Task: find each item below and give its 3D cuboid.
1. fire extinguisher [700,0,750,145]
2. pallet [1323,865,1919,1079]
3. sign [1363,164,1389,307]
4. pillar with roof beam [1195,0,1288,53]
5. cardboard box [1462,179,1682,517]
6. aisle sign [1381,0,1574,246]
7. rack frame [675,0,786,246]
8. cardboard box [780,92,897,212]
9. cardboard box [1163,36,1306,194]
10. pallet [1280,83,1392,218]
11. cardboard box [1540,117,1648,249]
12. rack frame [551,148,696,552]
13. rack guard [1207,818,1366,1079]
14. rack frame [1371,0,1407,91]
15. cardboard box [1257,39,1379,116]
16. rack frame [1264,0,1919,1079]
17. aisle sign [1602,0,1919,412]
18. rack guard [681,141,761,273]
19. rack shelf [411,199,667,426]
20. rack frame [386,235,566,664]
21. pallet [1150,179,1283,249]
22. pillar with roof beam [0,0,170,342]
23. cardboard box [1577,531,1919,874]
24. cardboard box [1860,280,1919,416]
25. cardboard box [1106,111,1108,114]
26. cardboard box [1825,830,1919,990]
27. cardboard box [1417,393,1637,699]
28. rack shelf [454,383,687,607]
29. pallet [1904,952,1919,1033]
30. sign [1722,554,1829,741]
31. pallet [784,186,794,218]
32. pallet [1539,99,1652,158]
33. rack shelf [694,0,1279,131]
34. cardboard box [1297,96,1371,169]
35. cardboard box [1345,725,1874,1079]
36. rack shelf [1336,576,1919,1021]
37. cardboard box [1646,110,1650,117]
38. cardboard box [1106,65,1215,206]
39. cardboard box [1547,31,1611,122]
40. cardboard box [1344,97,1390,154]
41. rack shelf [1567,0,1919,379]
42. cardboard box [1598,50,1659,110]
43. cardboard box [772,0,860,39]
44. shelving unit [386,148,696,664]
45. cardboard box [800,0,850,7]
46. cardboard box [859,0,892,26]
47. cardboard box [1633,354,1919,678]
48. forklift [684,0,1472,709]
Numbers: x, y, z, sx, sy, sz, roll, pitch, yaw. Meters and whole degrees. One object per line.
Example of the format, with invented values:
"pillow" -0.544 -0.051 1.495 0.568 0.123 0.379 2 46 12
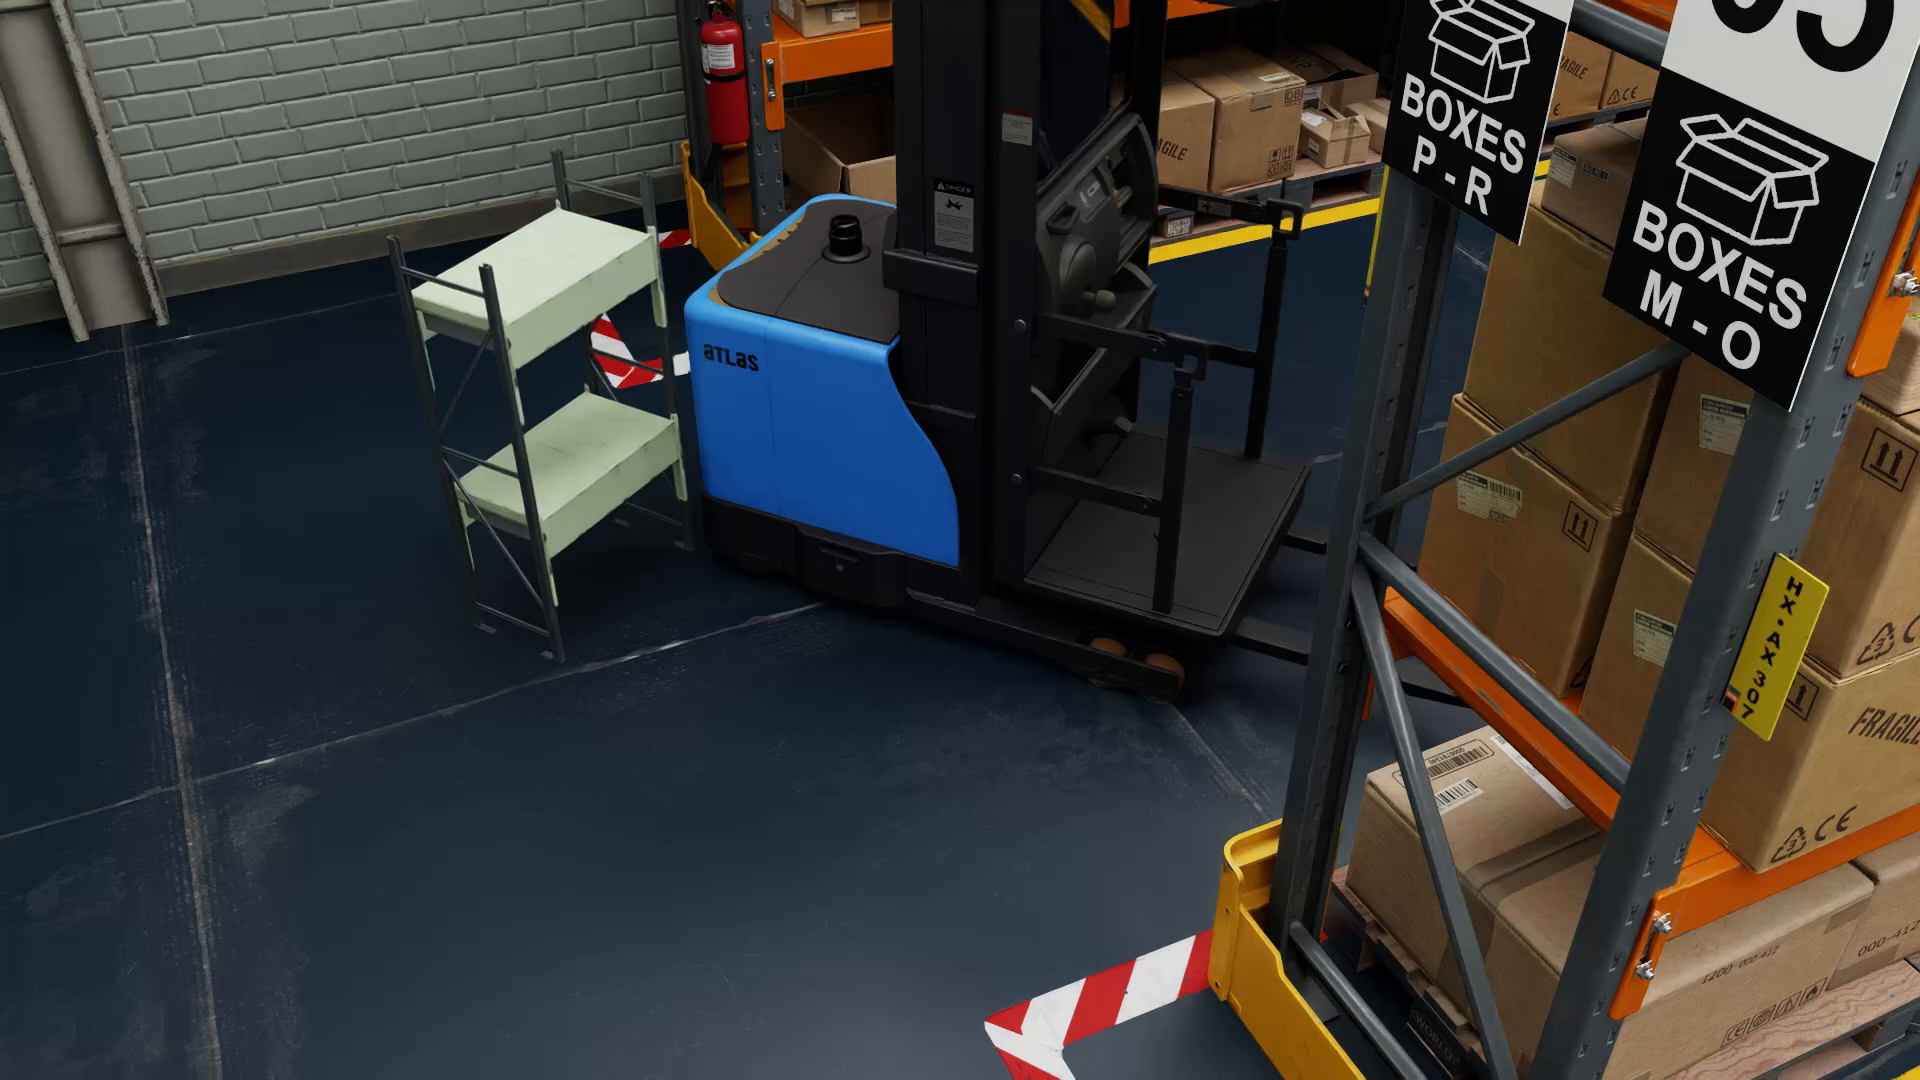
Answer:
"fire extinguisher" -0.960 -1.952 6.742 0.183 0.674 0.296 -16 39 -20
"pallet" 1.780 1.132 4.547 1.213 0.211 1.003 -16 39 -20
"sign" 0.872 -0.600 3.370 0.005 0.325 0.100 -16 39 -20
"pillar with roof beam" 3.414 -3.830 3.860 0.400 9.000 9.100 -16 39 -20
"cardboard box" 1.425 -0.436 3.396 0.500 0.500 0.500 -14 39 -18
"aisle sign" 0.893 -0.937 2.813 0.004 0.787 0.394 -16 39 -20
"rack frame" -1.023 -2.419 6.994 0.127 3.000 1.000 -16 39 -20
"cardboard box" -0.429 -1.689 7.753 0.637 0.503 0.797 -17 40 -22
"cardboard box" 1.301 -2.146 8.371 0.500 0.500 0.700 -17 40 -22
"pallet" 1.976 -2.139 8.956 1.213 0.211 1.003 -16 39 -20
"cardboard box" 1.329 -0.645 3.134 0.250 0.149 0.380 -15 39 -19
"rack frame" -1.165 -0.622 5.830 0.400 1.500 0.023 19 41 24
"rack guard" 1.068 1.266 4.123 0.348 0.500 1.175 -16 39 -20
"rack frame" 2.598 -3.432 8.359 0.127 3.000 1.000 -16 39 -20
"cardboard box" 1.900 -2.481 8.981 0.500 0.311 0.500 -14 39 -18
"rack frame" 1.090 0.256 3.386 0.127 3.000 1.000 -16 39 -20
"aisle sign" 1.148 -0.613 2.377 0.004 0.787 0.394 -16 39 -20
"rack guard" -0.954 -1.435 7.765 0.348 0.500 1.175 -16 39 -20
"rack shelf" -1.347 -0.746 5.342 0.431 0.370 0.720 19 41 24
"rack frame" -1.529 -0.244 5.320 0.400 1.500 0.023 19 41 24
"pallet" 0.870 -1.827 8.537 1.213 0.211 1.003 -16 39 -20
"pillar with roof beam" -2.017 -2.311 1.812 0.400 9.000 9.100 -16 39 -20
"cardboard box" 1.646 0.250 3.312 0.500 0.500 0.500 -16 39 -20
"cardboard box" 1.529 -0.386 2.785 0.250 0.149 0.380 -15 39 -19
"cardboard box" 0.361 -1.883 8.017 0.500 0.500 0.700 -14 39 -18
"cardboard box" 2.469 0.660 4.641 0.875 0.438 0.875 -15 39 -19
"cardboard box" 1.414 -0.049 3.714 0.500 0.500 0.500 -15 39 -20
"rack shelf" -1.347 -0.171 5.769 0.431 0.370 0.720 19 41 24
"pallet" 2.883 0.825 4.960 1.213 0.211 1.003 -16 39 -20
"sign" 1.320 0.178 2.699 0.005 0.325 0.100 -16 39 -20
"pallet" -0.233 -1.521 8.124 1.213 0.211 1.003 -16 39 -20
"pallet" 3.318 -2.538 9.495 1.213 0.211 1.003 -16 39 -20
"rack shelf" 0.788 -2.637 7.891 4.000 0.370 1.077 -16 39 -20
"cardboard box" 1.895 -2.113 8.523 0.258 0.266 0.396 -14 39 -18
"cardboard box" 1.645 0.896 4.323 0.875 0.438 0.875 -17 40 -21
"rack shelf" 2.900 0.039 4.283 4.000 0.370 1.077 -16 39 -20
"cardboard box" 1.549 -0.722 3.238 0.250 0.149 0.380 -15 39 -19
"cardboard box" 0.883 -1.963 8.125 0.500 0.500 0.500 -15 39 -19
"cardboard box" 3.132 -2.598 8.980 0.500 0.500 0.500 -14 39 -18
"cardboard box" 2.219 -2.156 8.680 0.250 0.149 0.380 -17 40 -21
"rack shelf" 2.900 -1.166 3.390 4.000 0.370 1.077 -16 39 -20
"cardboard box" 3.609 -2.738 9.169 0.500 0.500 0.500 -16 40 -21
"cardboard box" -0.609 -2.254 6.982 0.250 0.149 0.380 -16 39 -20
"shelving unit" -1.347 -0.433 5.575 0.431 1.500 0.755 19 41 24
"cardboard box" -0.498 -2.448 6.909 0.500 0.250 0.500 -15 39 -20
"cardboard box" -0.398 -2.343 7.102 0.250 0.149 0.380 -15 39 -19
"cardboard box" 1.645 -0.153 3.015 0.500 0.500 0.500 -16 40 -21
"forklift" 0.619 -0.997 5.134 3.031 2.935 1.130 16 39 20
